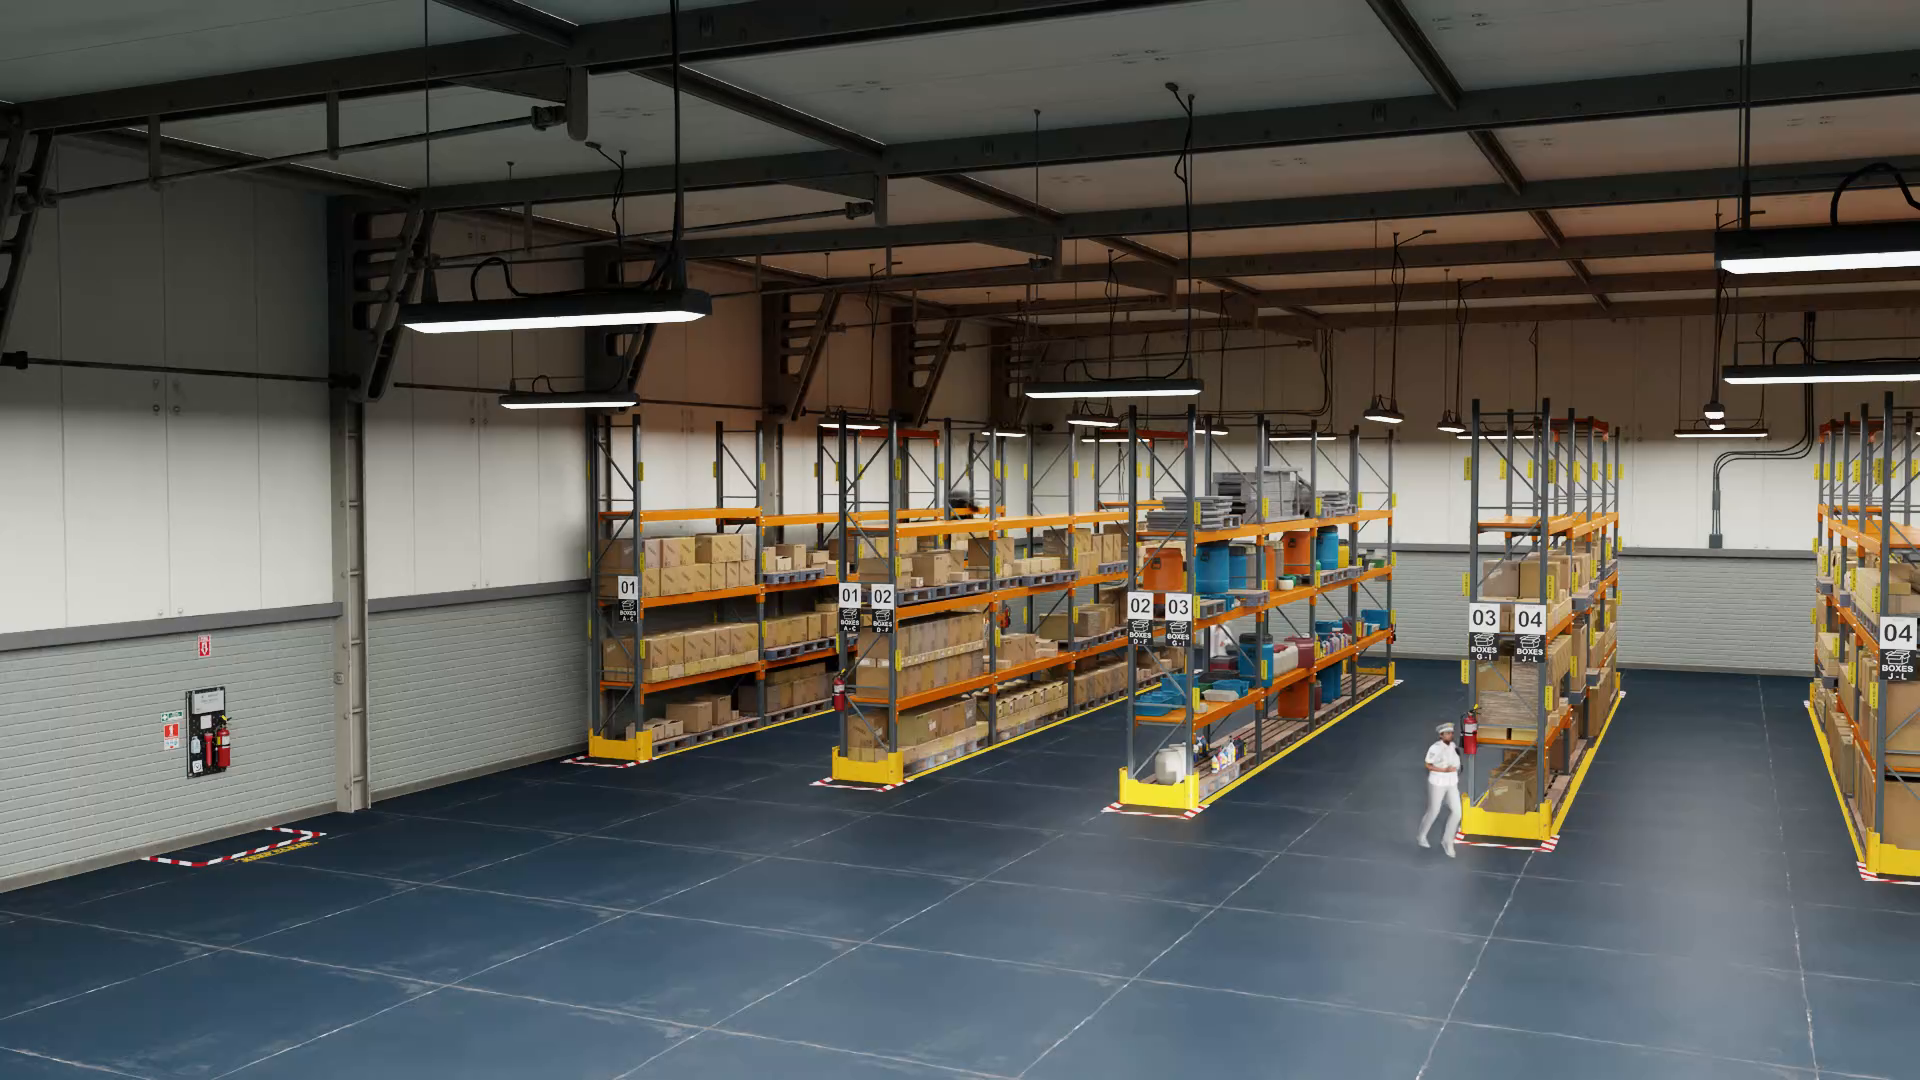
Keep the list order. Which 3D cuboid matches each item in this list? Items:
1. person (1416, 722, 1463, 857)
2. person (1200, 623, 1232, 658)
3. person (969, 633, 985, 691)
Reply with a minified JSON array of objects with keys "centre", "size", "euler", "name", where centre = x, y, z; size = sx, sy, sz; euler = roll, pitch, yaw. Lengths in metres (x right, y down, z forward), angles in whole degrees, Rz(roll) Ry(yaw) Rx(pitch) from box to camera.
[{"centre":[6.336,3.264,21.897],"size":[0.601,1.768,0.696],"euler":[-1,3,-24],"name":"person"},{"centre":[5.807,2.586,37.719],"size":[0.712,1.792,0.792],"euler":[0,2,7],"name":"person"},{"centre":[0.283,2.561,37.485],"size":[0.614,1.628,0.565],"euler":[1,2,17],"name":"person"}]
